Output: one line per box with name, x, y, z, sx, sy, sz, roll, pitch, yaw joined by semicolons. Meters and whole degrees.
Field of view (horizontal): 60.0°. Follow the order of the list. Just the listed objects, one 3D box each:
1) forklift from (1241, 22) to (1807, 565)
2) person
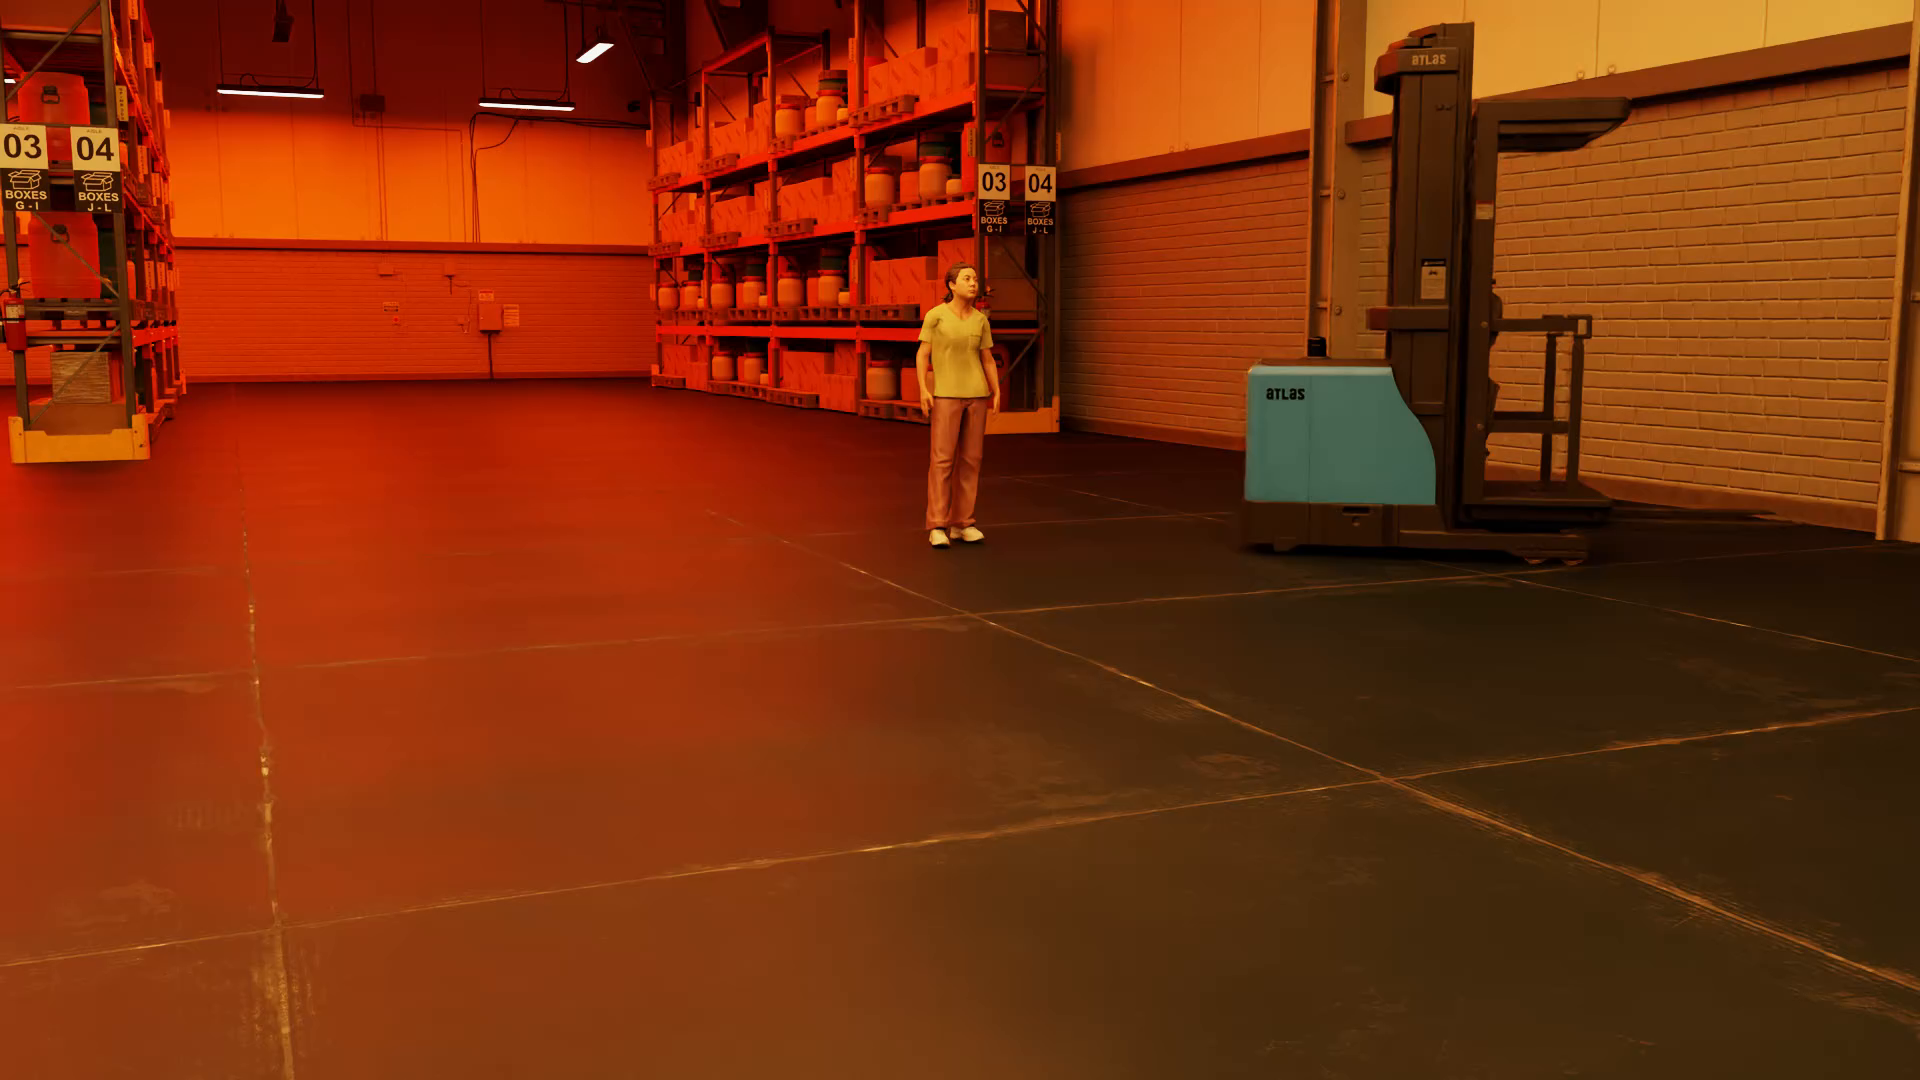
forklift;3.186;-1.392;9.496;3.031;2.935;1.130;2;8;11
person;0.019;-0.829;9.971;0.553;1.673;0.548;-3;8;-23
